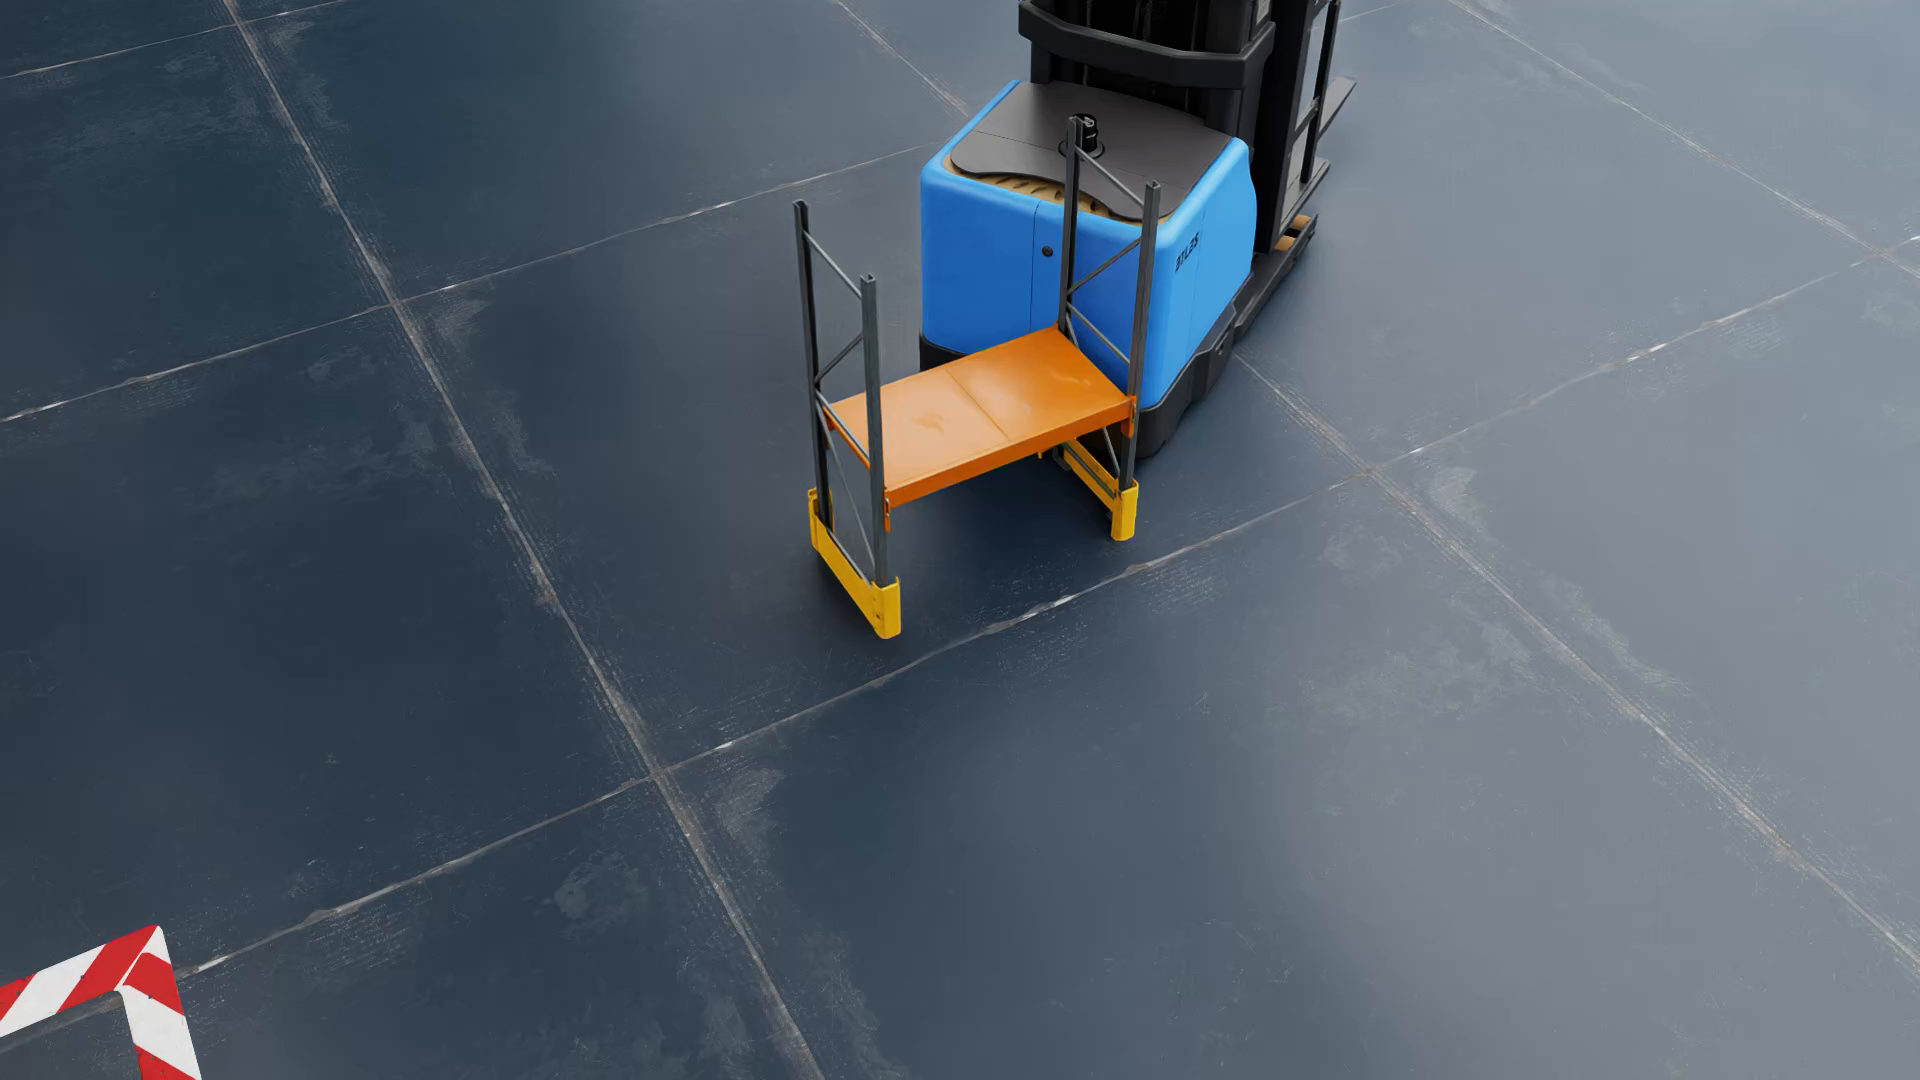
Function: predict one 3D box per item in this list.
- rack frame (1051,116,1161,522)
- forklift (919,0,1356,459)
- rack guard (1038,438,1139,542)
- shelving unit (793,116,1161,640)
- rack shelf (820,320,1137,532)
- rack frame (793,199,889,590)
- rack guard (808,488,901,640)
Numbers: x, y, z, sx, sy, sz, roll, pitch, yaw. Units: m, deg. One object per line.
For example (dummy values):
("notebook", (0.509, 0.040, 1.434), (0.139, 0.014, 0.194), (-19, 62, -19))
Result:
("rack frame", (0.499, -0.724, 5.919), (0.032, 1.500, 0.500), (-22, 48, -21))
("forklift", (0.974, -2.391, 6.609), (1.130, 2.935, 3.031), (20, 48, 20))
("rack guard", (0.482, -0.268, 6.347), (0.087, 0.250, 0.587), (-22, 48, -21))
("shelving unit", (0.049, -0.545, 5.734), (1.083, 1.500, 0.587), (-22, 48, -21))
("rack shelf", (0.057, -0.419, 5.863), (1.000, 0.185, 0.538), (-22, 48, -21))
("rack frame", (-0.384, -0.372, 5.556), (0.032, 1.500, 0.500), (-22, 48, -21))
("rack guard", (-0.383, 0.076, 5.992), (0.087, 0.250, 0.587), (-22, 48, -21))
